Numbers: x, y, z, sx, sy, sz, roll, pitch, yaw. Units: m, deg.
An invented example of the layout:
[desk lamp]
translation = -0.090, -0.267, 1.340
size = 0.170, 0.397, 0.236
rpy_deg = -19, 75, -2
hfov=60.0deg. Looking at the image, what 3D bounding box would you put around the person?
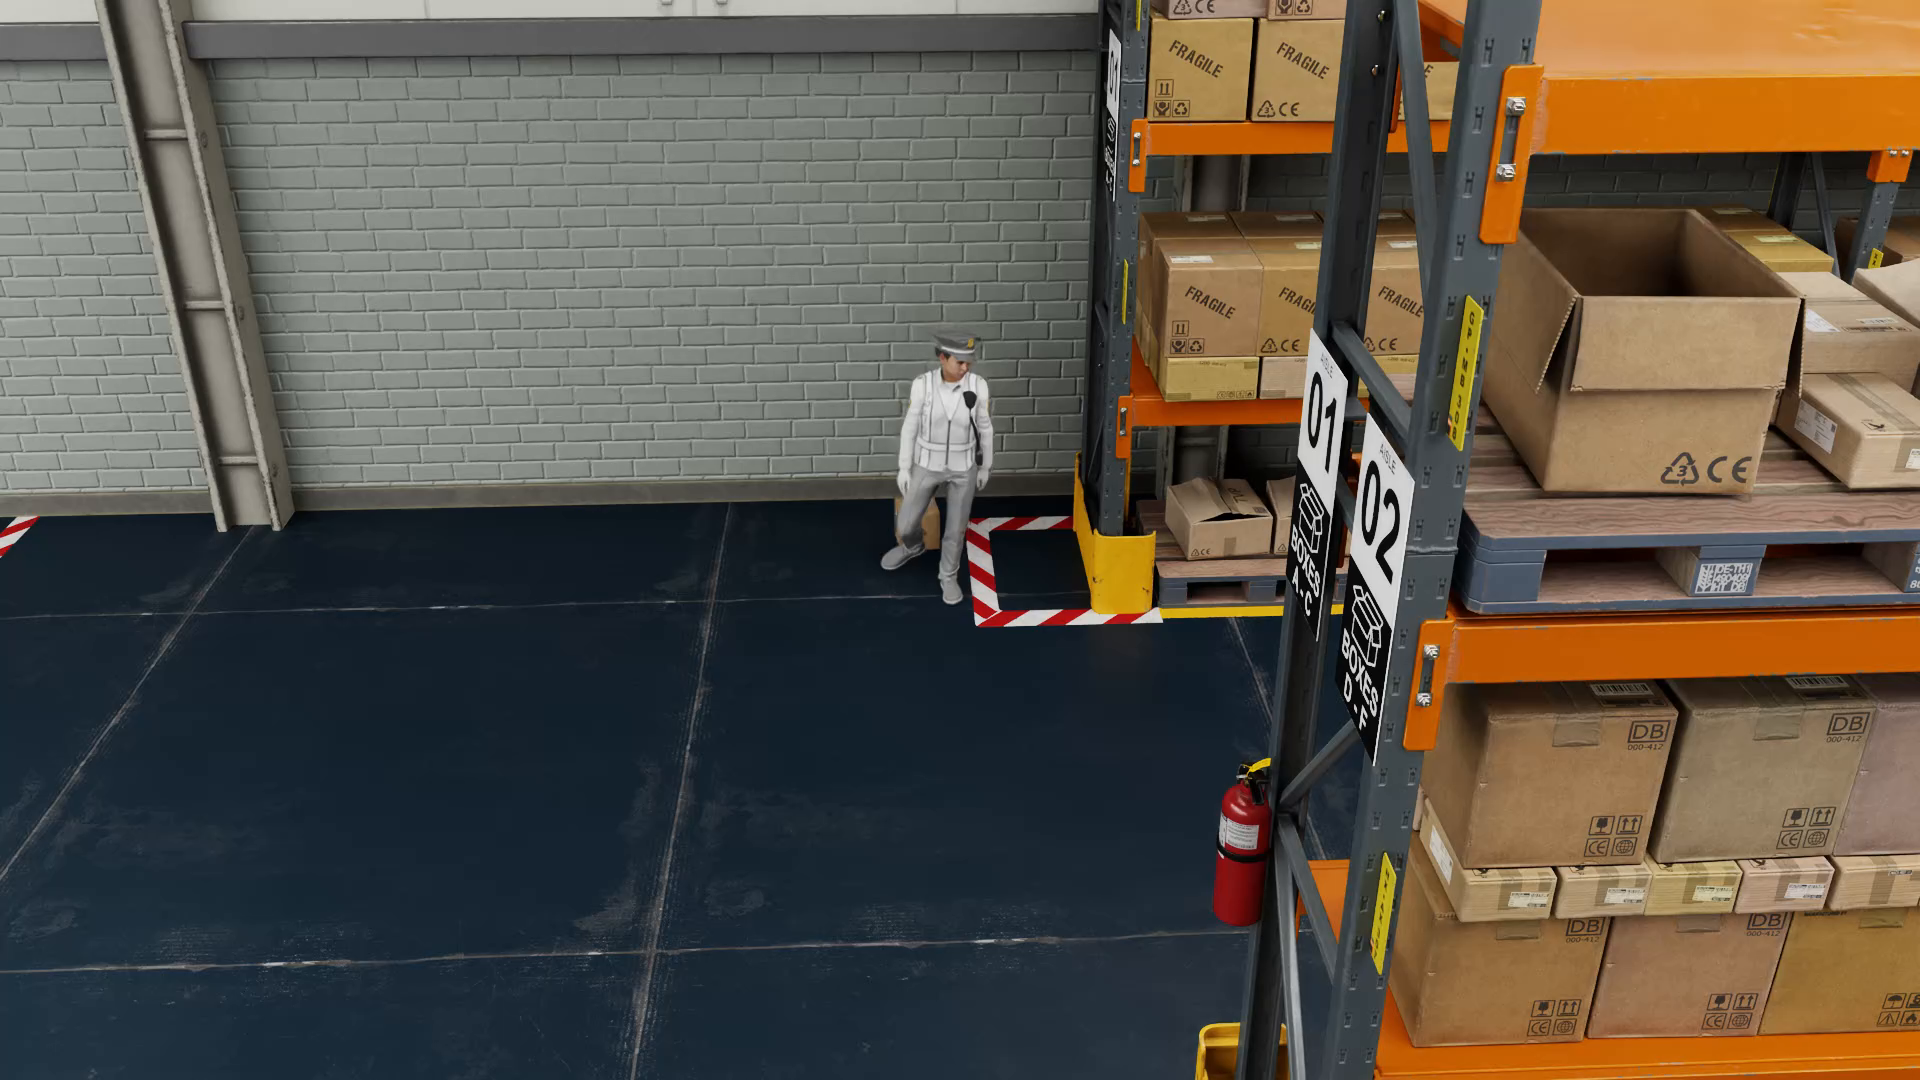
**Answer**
[person]
translation = -0.140, -0.429, 9.413
size = 0.652, 1.662, 0.488
rpy_deg = -1, 28, -2
